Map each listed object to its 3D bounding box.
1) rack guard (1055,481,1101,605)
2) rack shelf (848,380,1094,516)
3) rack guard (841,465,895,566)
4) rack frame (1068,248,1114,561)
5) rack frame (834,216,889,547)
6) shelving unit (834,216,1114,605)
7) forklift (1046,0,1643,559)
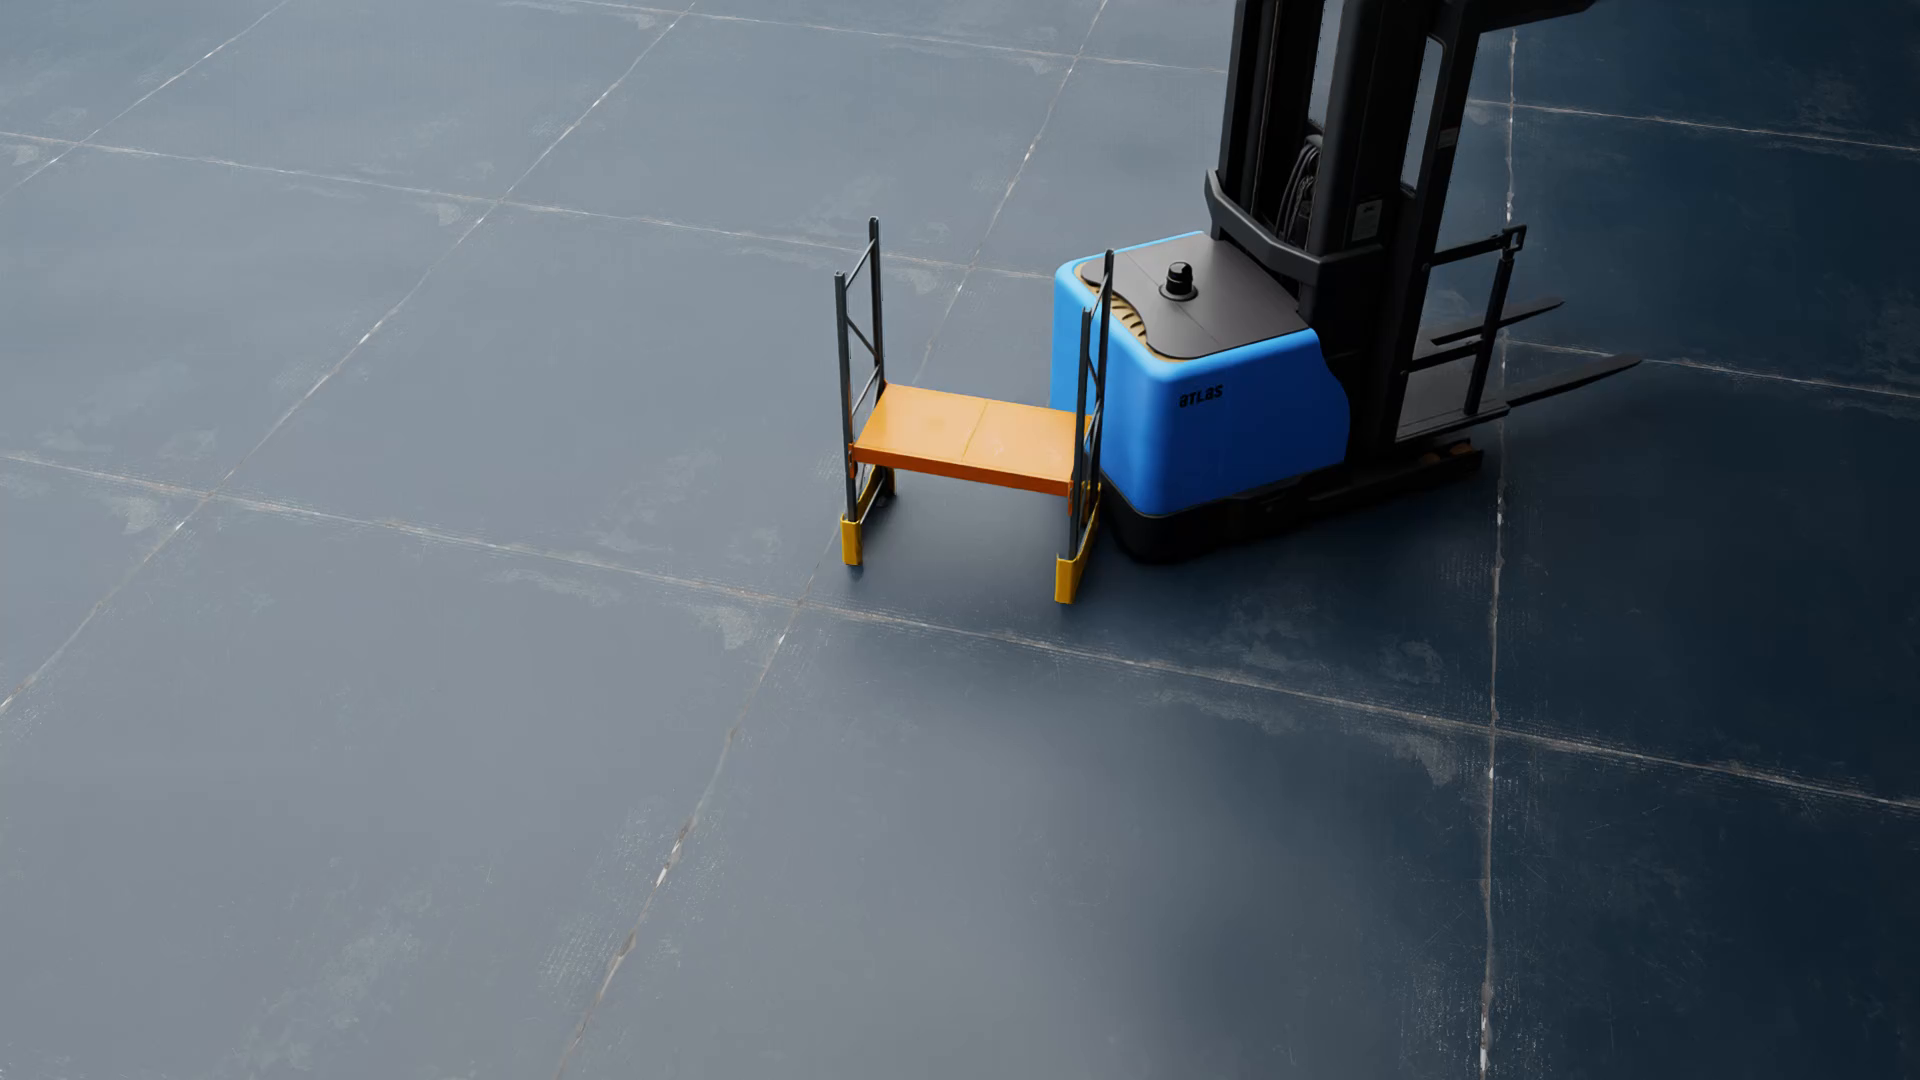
[{"bbox_3d":[0.537,0.006,7.549,0.087,0.250,0.587,10,41,12],"label":"rack guard"},{"bbox_3d":[0.065,-0.418,7.361,1.000,0.185,0.538,10,41,12],"label":"rack shelf"},{"bbox_3d":[-0.424,-0.163,7.750,0.087,0.250,0.587,10,41,12],"label":"rack guard"},{"bbox_3d":[0.555,-0.470,7.143,0.032,1.500,0.500,10,41,12],"label":"rack frame"},{"bbox_3d":[-0.425,-0.642,7.348,0.032,1.500,0.500,10,41,12],"label":"rack frame"},{"bbox_3d":[0.056,-0.557,7.247,1.083,1.500,0.587,10,41,12],"label":"shelving unit"},{"bbox_3d":[1.981,-1.670,7.459,3.031,2.935,1.130,-16,43,-18],"label":"forklift"}]
